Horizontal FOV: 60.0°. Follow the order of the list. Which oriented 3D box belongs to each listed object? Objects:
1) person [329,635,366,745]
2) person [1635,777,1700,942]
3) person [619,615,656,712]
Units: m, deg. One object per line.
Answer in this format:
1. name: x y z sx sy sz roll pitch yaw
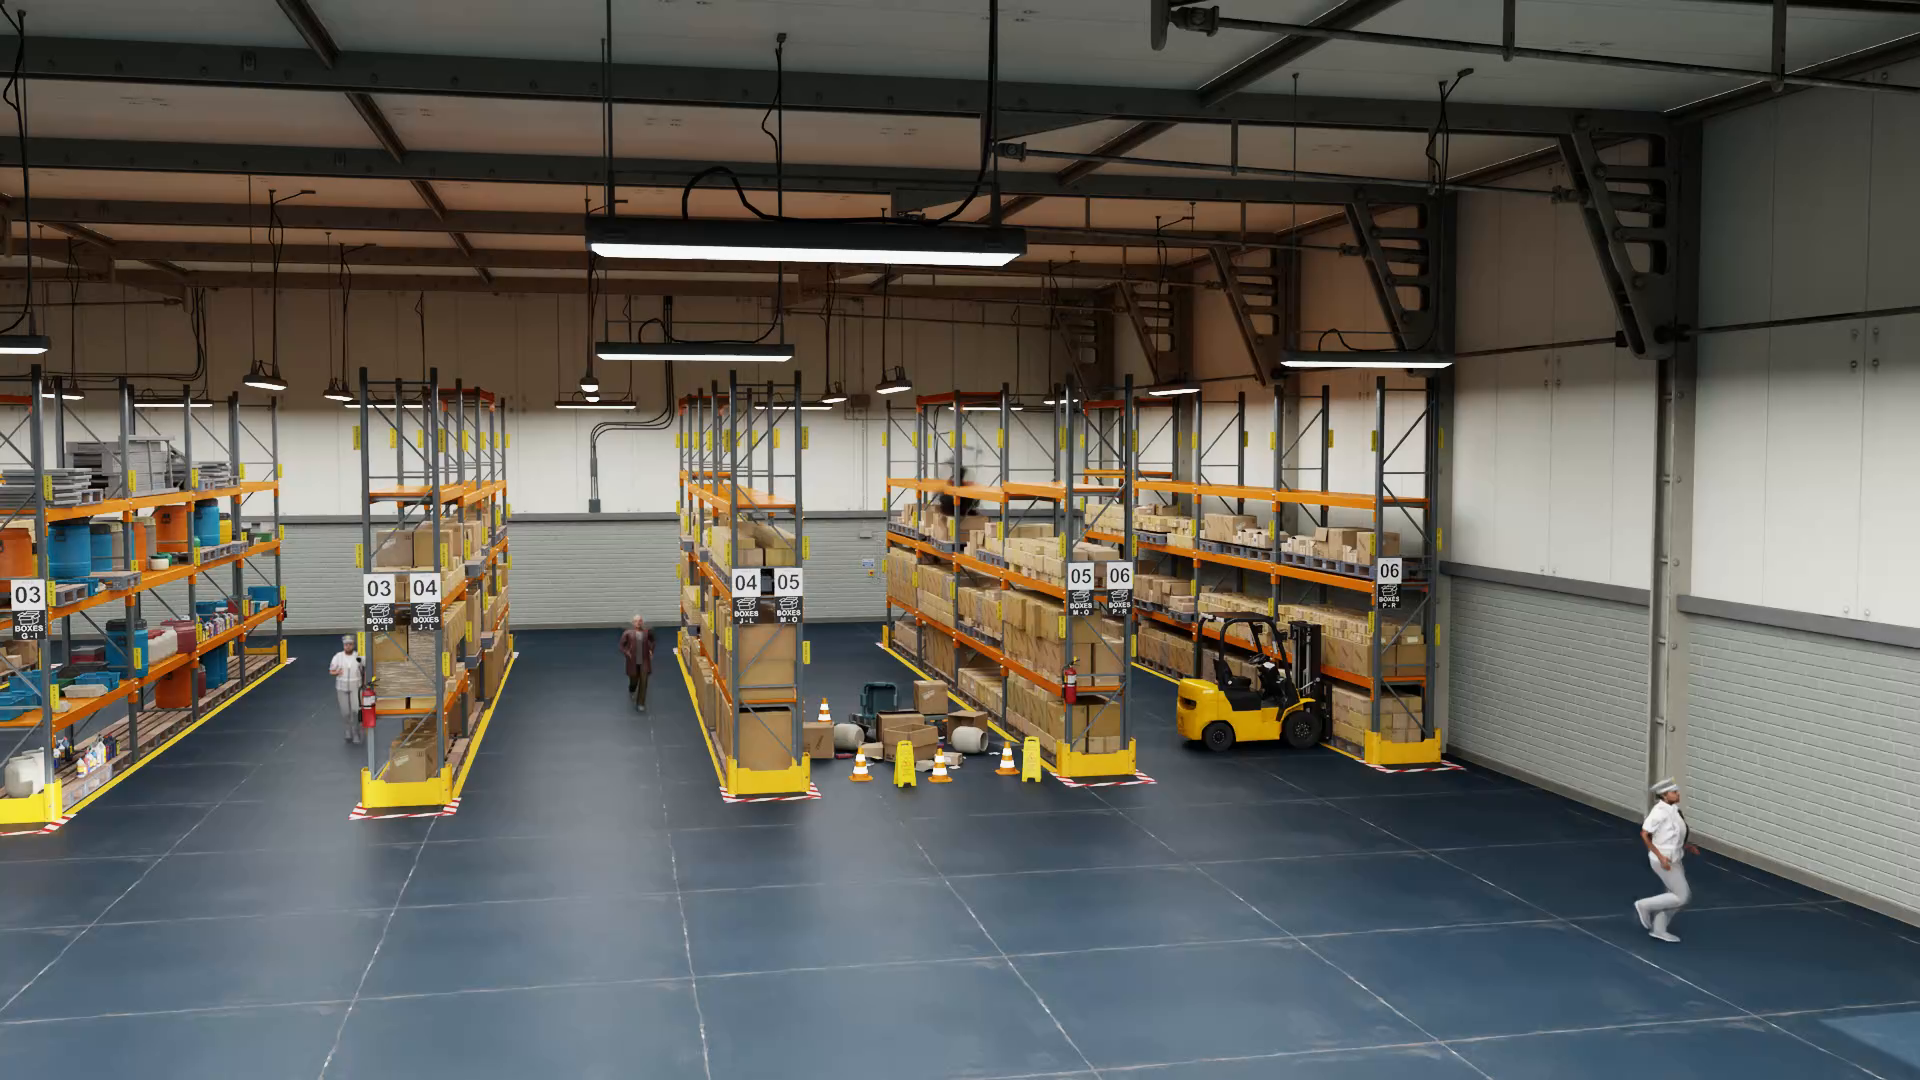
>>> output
1. person: -10.092 2.491 27.516 0.640 1.840 0.726 -1 3 -14
2. person: 7.085 3.189 16.630 0.558 1.658 0.574 3 4 38
3. person: -5.987 2.281 30.957 0.709 1.762 0.945 -1 4 -18
